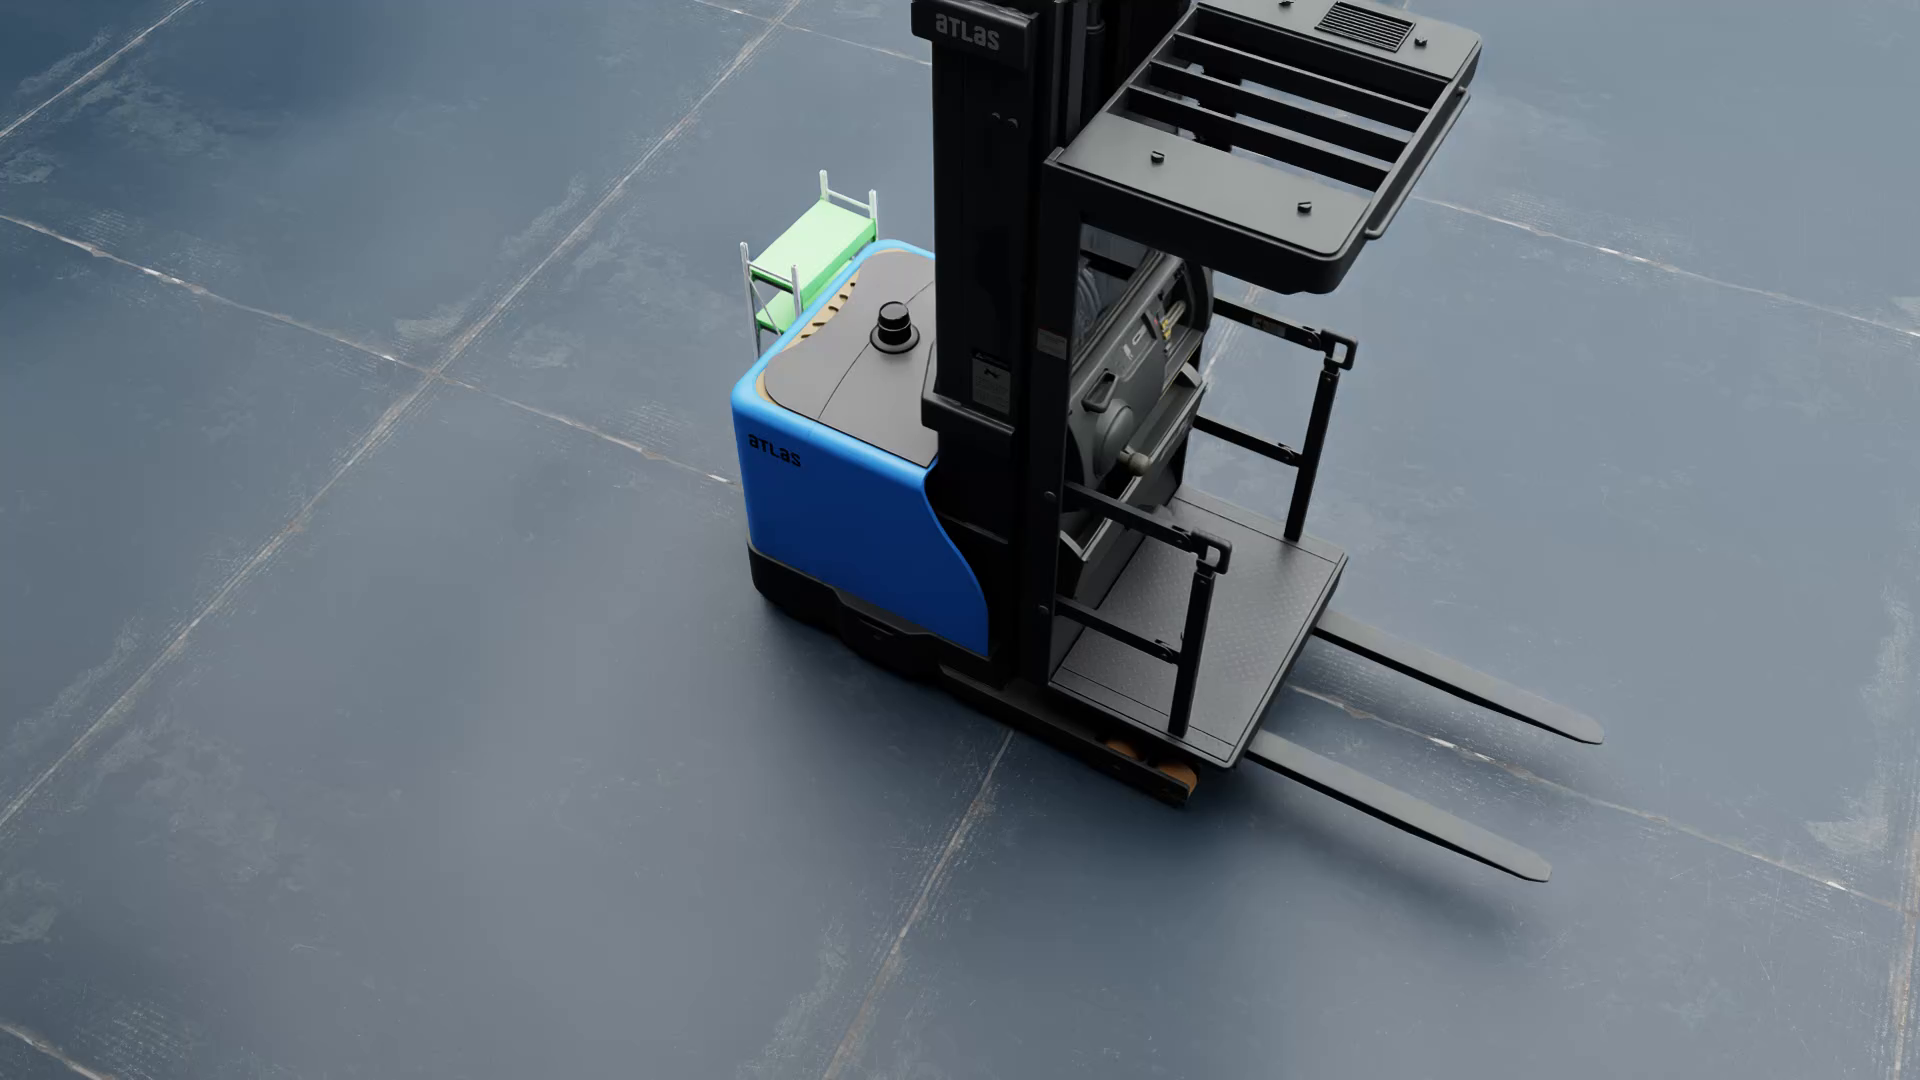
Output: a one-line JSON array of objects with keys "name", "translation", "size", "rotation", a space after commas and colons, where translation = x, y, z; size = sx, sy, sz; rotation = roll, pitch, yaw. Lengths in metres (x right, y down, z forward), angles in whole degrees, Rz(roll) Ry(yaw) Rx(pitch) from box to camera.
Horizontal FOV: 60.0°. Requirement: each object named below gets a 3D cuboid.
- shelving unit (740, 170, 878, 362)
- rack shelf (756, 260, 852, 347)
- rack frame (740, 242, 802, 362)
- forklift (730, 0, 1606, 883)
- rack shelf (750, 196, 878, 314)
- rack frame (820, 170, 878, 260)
[{"name": "shelving unit", "translation": [-0.542, -0.770, 6.432], "size": [0.258, 1.200, 0.503], "rotation": [25, 54, 20]}, {"name": "rack shelf", "translation": [-0.542, -0.884, 6.298], "size": [0.258, 0.148, 0.480], "rotation": [25, 54, 20]}, {"name": "rack frame", "translation": [-0.671, -0.612, 6.298], "size": [0.240, 1.200, 0.015], "rotation": [25, 54, 20]}, {"name": "forklift", "translation": [0.742, -0.504, 5.069], "size": [3.031, 2.935, 1.130], "rotation": [24, 54, 19]}, {"name": "rack shelf", "translation": [-0.542, -1.039, 6.115], "size": [0.258, 0.148, 0.480], "rotation": [25, 54, 20]}, {"name": "rack frame", "translation": [-0.412, -0.927, 6.566], "size": [0.240, 1.200, 0.015], "rotation": [25, 54, 20]}]
